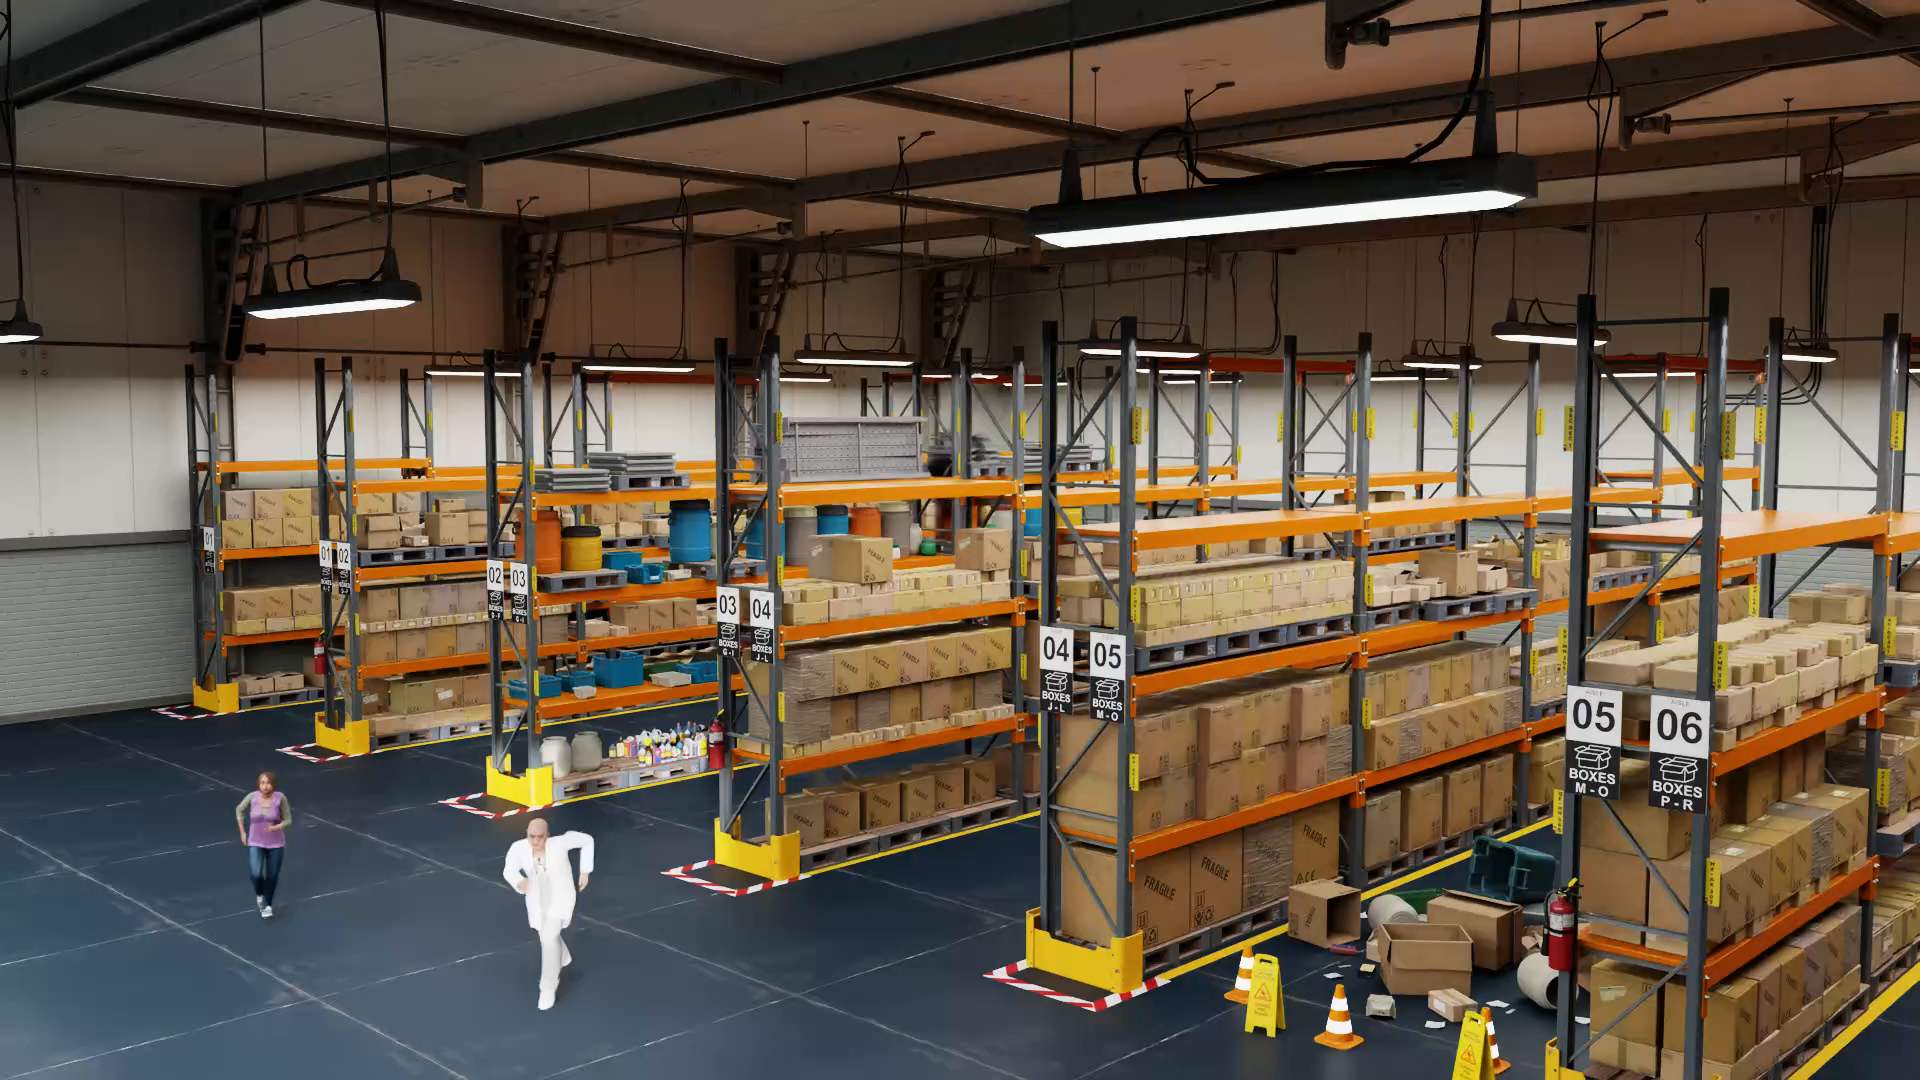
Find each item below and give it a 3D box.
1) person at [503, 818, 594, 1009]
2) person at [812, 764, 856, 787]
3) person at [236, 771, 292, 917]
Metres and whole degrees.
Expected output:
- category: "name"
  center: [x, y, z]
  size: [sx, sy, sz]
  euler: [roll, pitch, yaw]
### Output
- category: "person"
  center: [-3.603, 3.218, 14.705]
  size: [0.752, 1.702, 1.073]
  euler: [0, 4, 1]
- category: "person"
  center: [-1.679, 2.729, 21.944]
  size: [0.949, 1.612, 0.653]
  euler: [-4, 6, -39]
- category: "person"
  center: [-7.030, 3.092, 16.811]
  size: [0.524, 1.536, 0.642]
  euler: [-2, 5, -20]
